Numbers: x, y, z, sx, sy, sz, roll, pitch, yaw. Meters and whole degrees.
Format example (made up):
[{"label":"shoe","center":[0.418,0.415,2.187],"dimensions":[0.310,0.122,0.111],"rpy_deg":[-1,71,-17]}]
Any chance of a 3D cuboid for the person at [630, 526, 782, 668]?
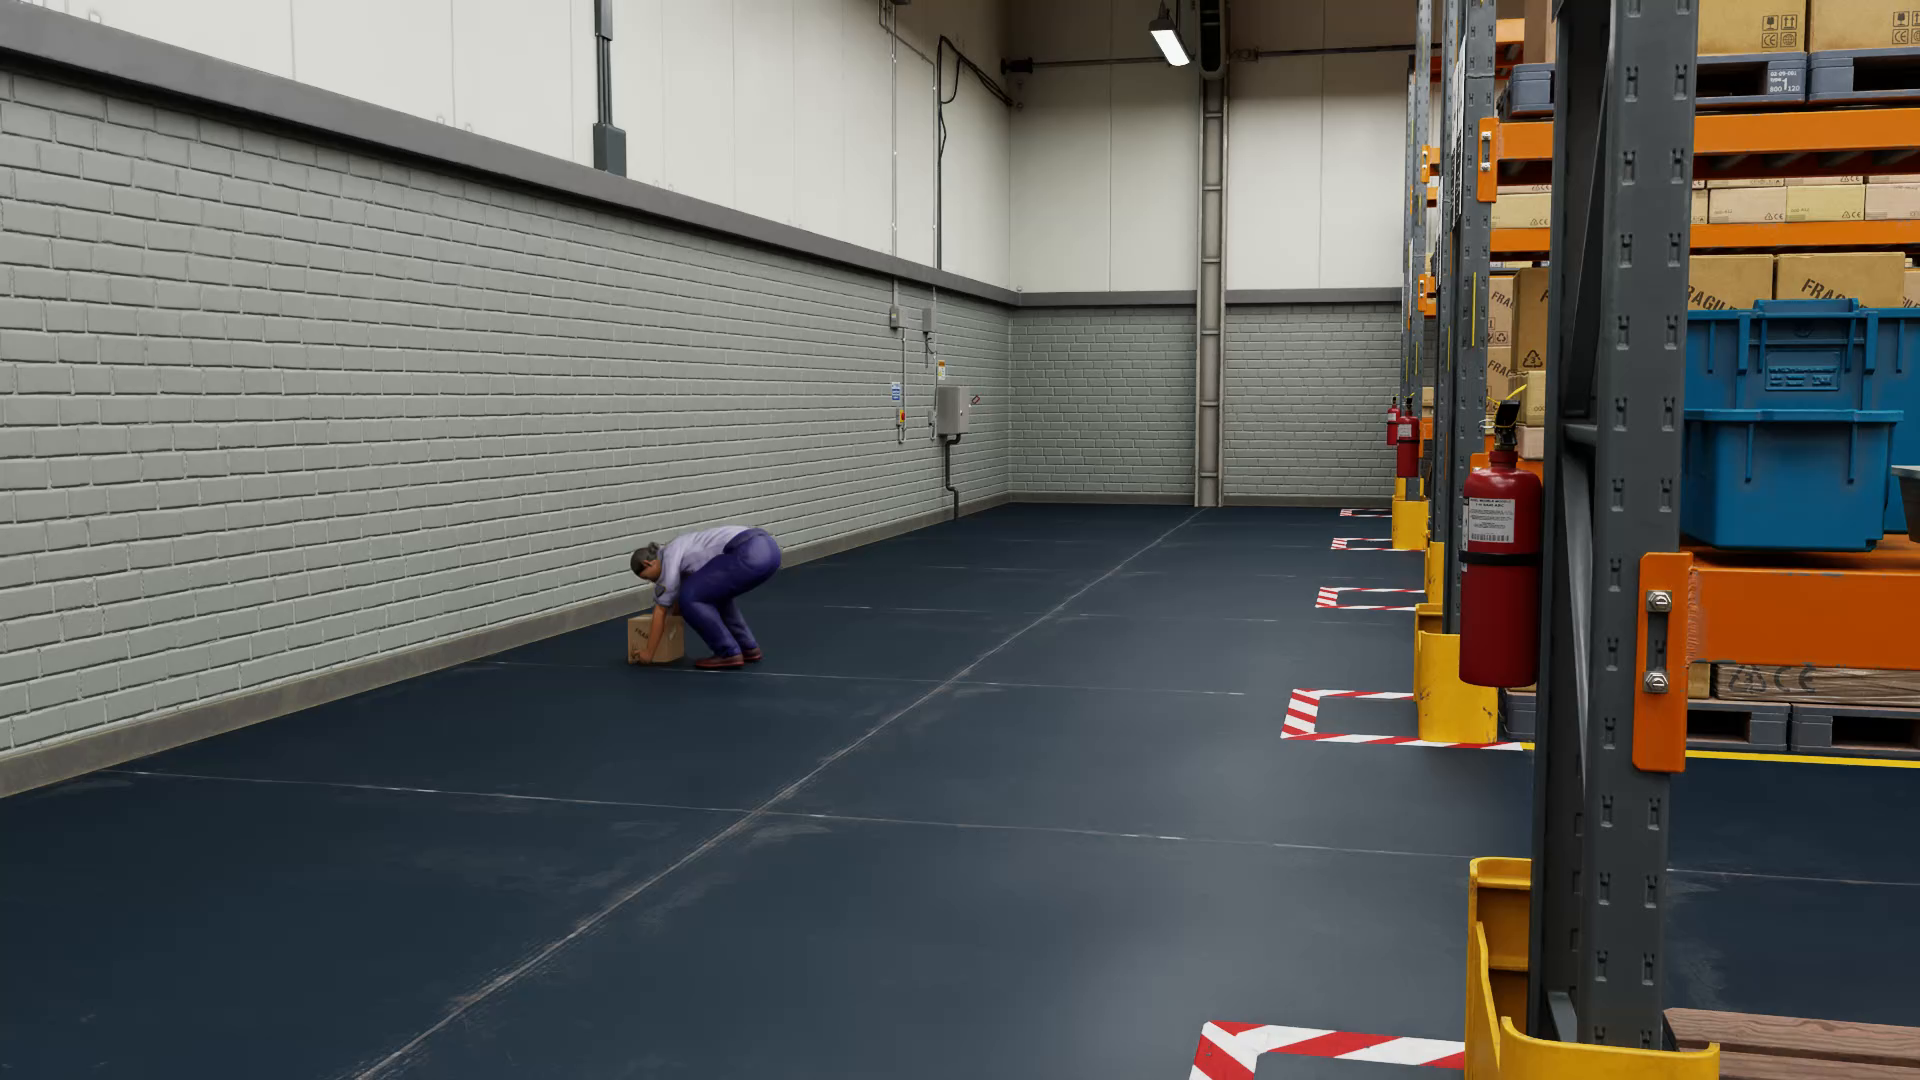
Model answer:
[{"label":"person","center":[-1.518,0.329,9.868],"dimensions":[0.900,0.830,0.502],"rpy_deg":[1,5,11]}]
